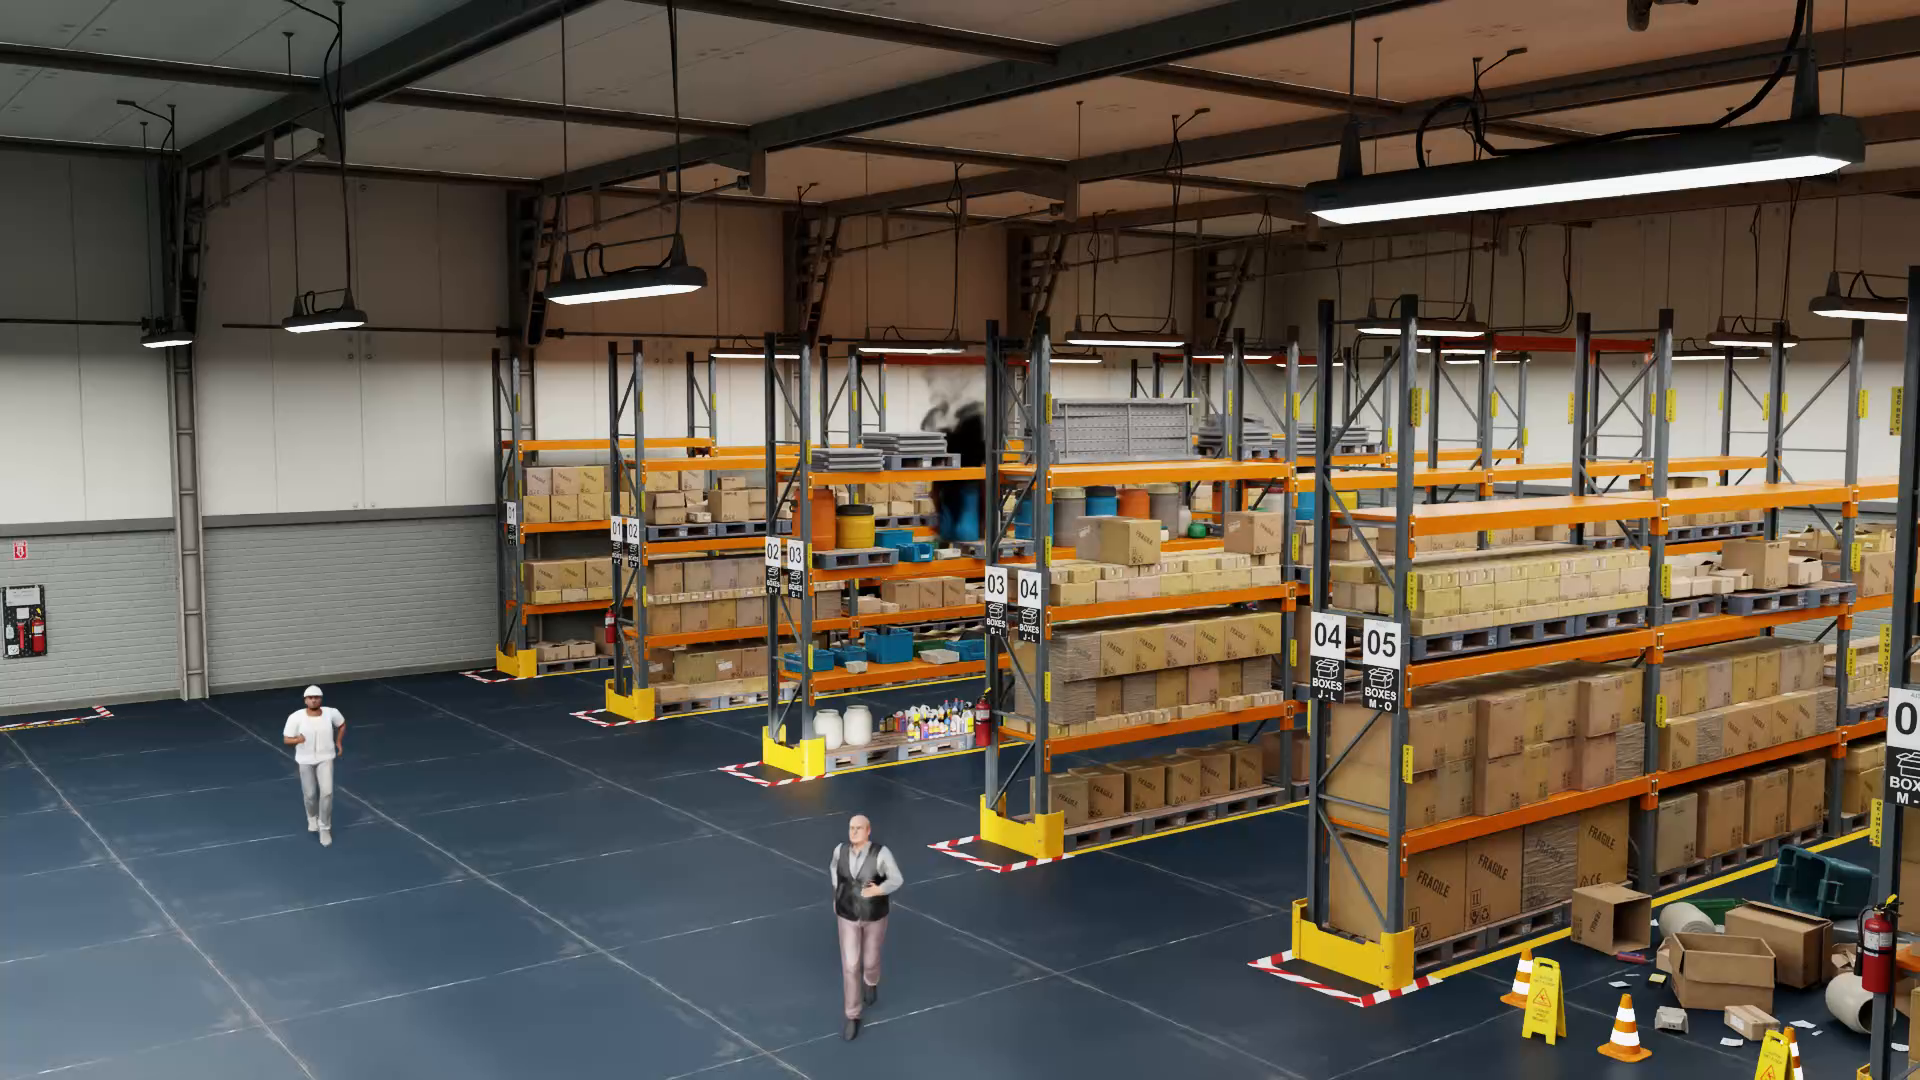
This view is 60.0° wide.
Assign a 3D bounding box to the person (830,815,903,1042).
[{"bbox_3d":[-0.779,3.109,13.643,0.637,1.743,0.894,1,5,6],"label":"person"}]

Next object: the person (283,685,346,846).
[{"bbox_3d":[-7.461,2.588,19.256,0.677,1.821,0.737,-2,5,-20],"label":"person"}]

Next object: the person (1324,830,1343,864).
[{"bbox_3d":[4.342,2.693,18.384,0.618,1.672,0.929,5,7,44],"label":"person"}]

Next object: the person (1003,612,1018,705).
[{"bbox_3d":[0.841,1.933,27.476,0.719,1.712,0.577,-4,7,-41],"label":"person"}]
